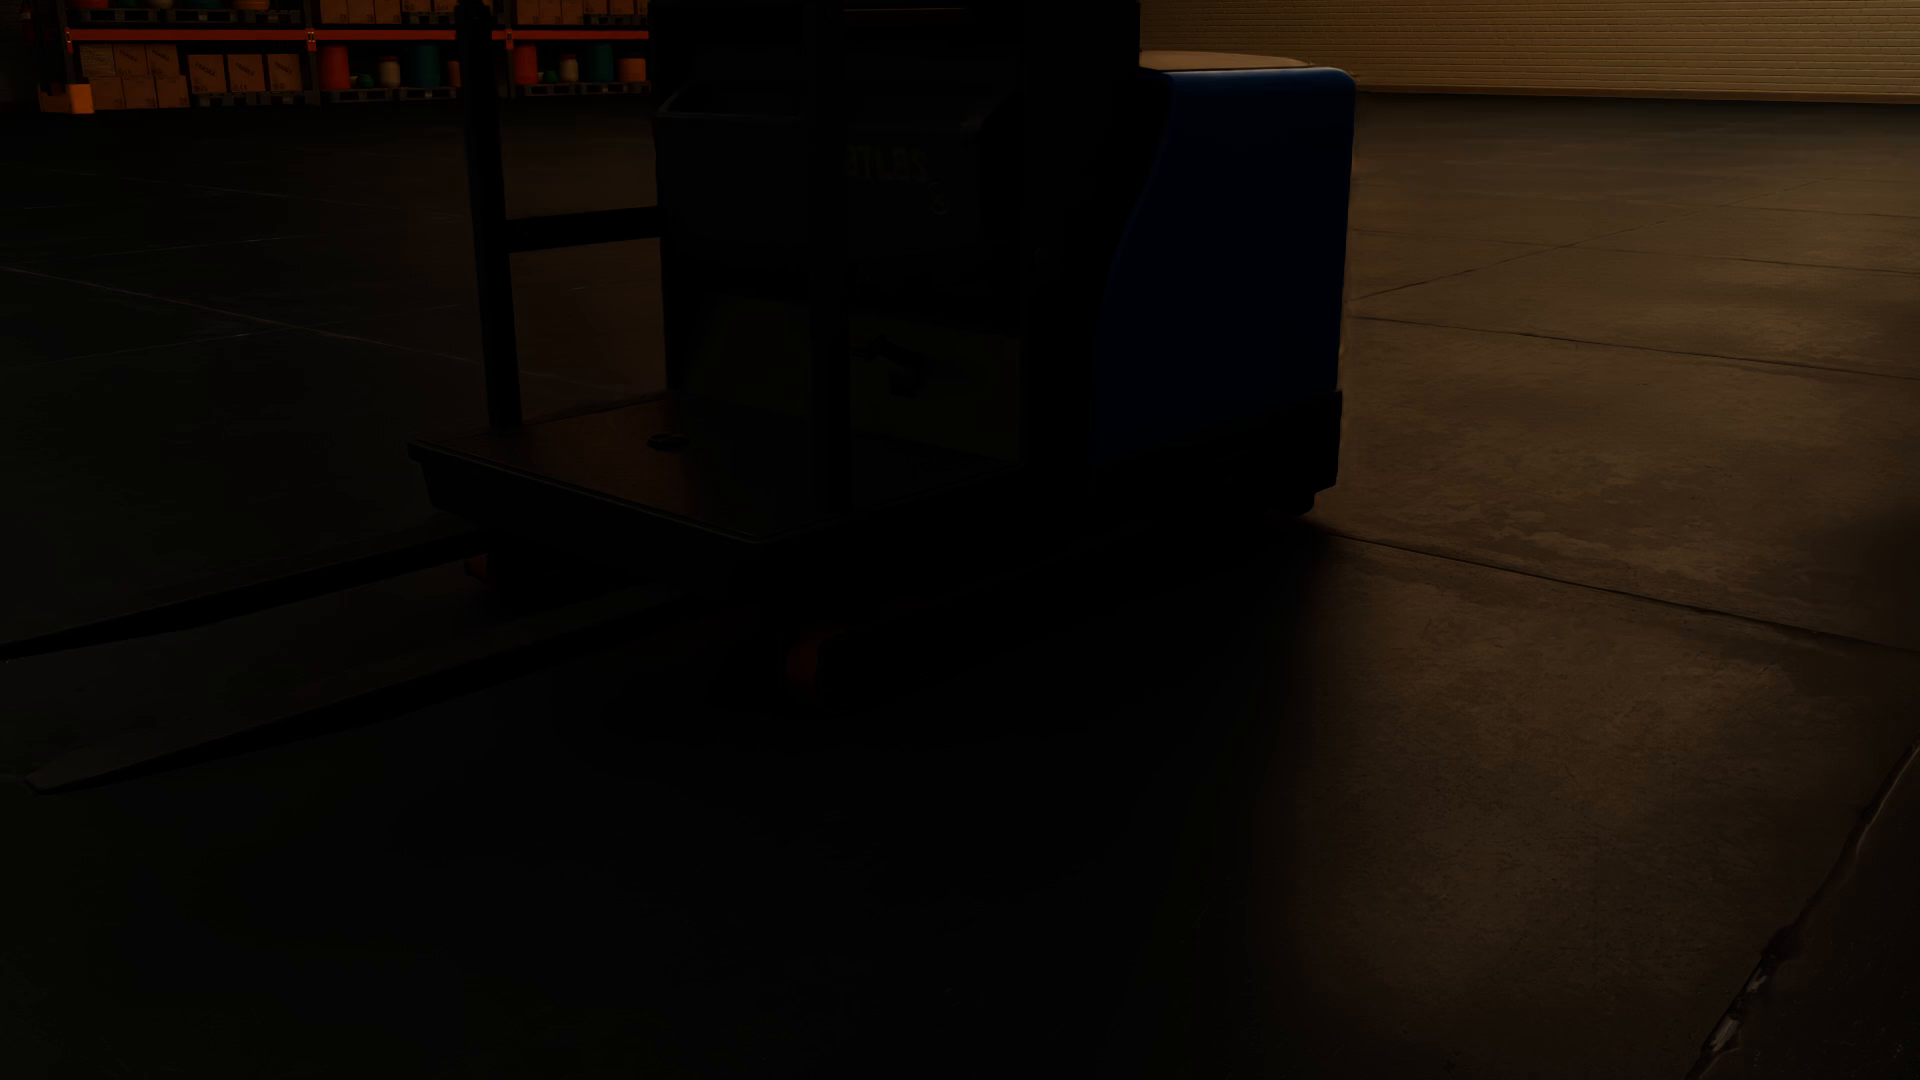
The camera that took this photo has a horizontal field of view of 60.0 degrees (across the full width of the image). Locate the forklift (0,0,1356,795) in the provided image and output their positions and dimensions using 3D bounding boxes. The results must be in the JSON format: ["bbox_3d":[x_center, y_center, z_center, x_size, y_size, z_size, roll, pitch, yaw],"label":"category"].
[{"bbox_3d":[-0.411,-1.261,3.049,1.130,2.935,3.031,15,22,40],"label":"forklift"}]
